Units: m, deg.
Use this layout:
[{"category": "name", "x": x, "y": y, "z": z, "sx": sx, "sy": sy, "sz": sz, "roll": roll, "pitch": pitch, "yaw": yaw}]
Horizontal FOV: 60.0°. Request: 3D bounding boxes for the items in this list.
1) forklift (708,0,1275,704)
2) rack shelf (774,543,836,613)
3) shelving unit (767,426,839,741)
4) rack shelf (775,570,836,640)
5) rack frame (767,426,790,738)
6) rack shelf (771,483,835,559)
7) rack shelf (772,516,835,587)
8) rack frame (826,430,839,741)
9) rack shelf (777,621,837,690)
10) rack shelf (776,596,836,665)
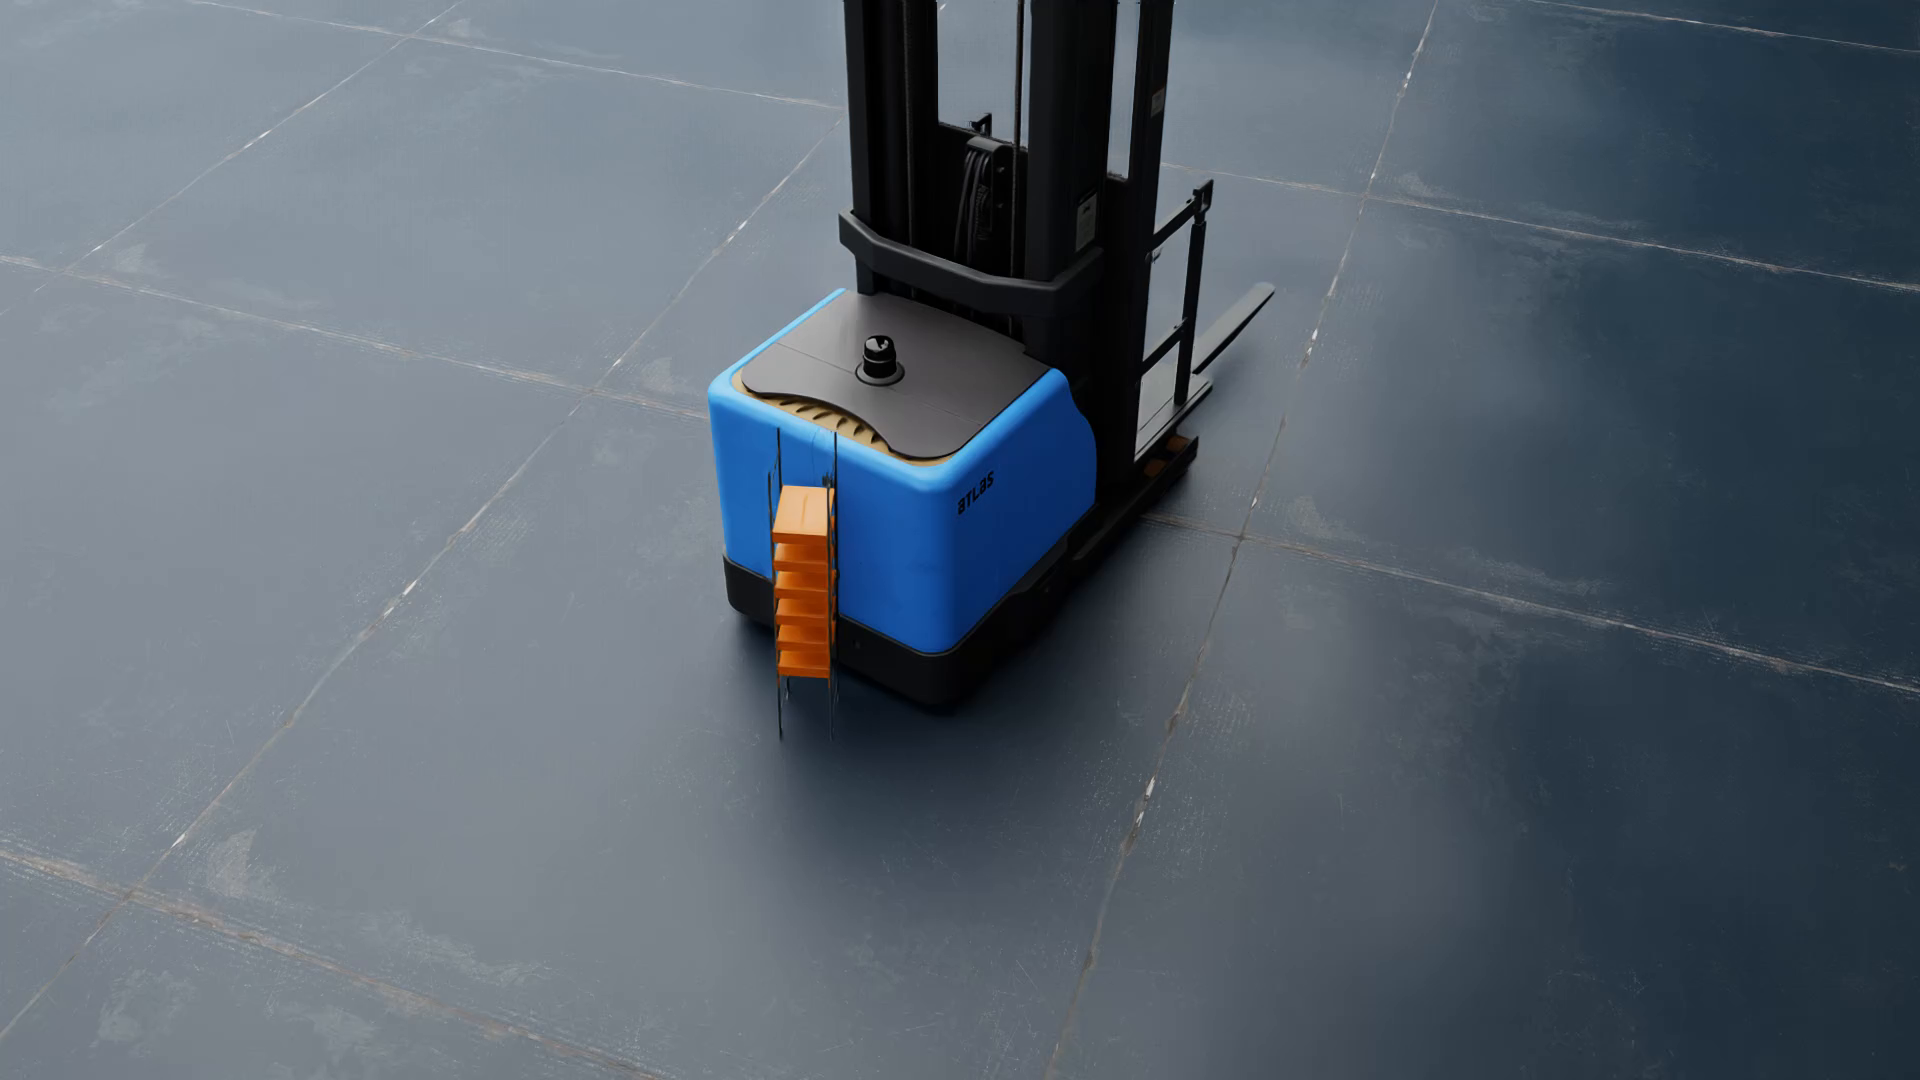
[{"category": "forklift", "x": 0.353, "y": -1.450, "z": 6.191, "sx": 1.130, "sy": 2.935, "sz": 3.031, "roll": 24, "pitch": 46, "yaw": 25}, {"category": "rack shelf", "x": -0.516, "y": 0.119, "z": 5.565, "sx": 0.180, "sy": 0.103, "sz": 0.258, "roll": 4, "pitch": 41, "yaw": 1}, {"category": "shelving unit", "x": -0.519, "y": 0.176, "z": 5.614, "sx": 0.189, "sy": 1.200, "sz": 0.258, "roll": 4, "pitch": 41, "yaw": 1}, {"category": "rack shelf", "x": -0.520, "y": 0.210, "z": 5.643, "sx": 0.180, "sy": 0.103, "sz": 0.258, "roll": 4, "pitch": 41, "yaw": 1}, {"category": "rack frame", "x": -0.610, "y": 0.170, "z": 5.615, "sx": 0.006, "sy": 1.200, "sz": 0.240, "roll": 4, "pitch": 41, "yaw": 1}, {"category": "rack shelf", "x": -0.506, "y": -0.063, "z": 5.409, "sx": 0.180, "sy": 0.103, "sz": 0.258, "roll": 4, "pitch": 41, "yaw": 1}, {"category": "rack shelf", "x": -0.511, "y": 0.028, "z": 5.487, "sx": 0.180, "sy": 0.103, "sz": 0.258, "roll": 4, "pitch": 41, "yaw": 1}, {"category": "rack frame", "x": -0.427, "y": 0.182, "z": 5.613, "sx": 0.006, "sy": 1.200, "sz": 0.240, "roll": 4, "pitch": 41, "yaw": 1}, {"category": "rack shelf", "x": -0.530, "y": 0.392, "z": 5.799, "sx": 0.180, "sy": 0.103, "sz": 0.258, "roll": 4, "pitch": 41, "yaw": 1}, {"category": "rack shelf", "x": -0.525, "y": 0.301, "z": 5.721, "sx": 0.180, "sy": 0.103, "sz": 0.258, "roll": 4, "pitch": 41, "yaw": 1}]
